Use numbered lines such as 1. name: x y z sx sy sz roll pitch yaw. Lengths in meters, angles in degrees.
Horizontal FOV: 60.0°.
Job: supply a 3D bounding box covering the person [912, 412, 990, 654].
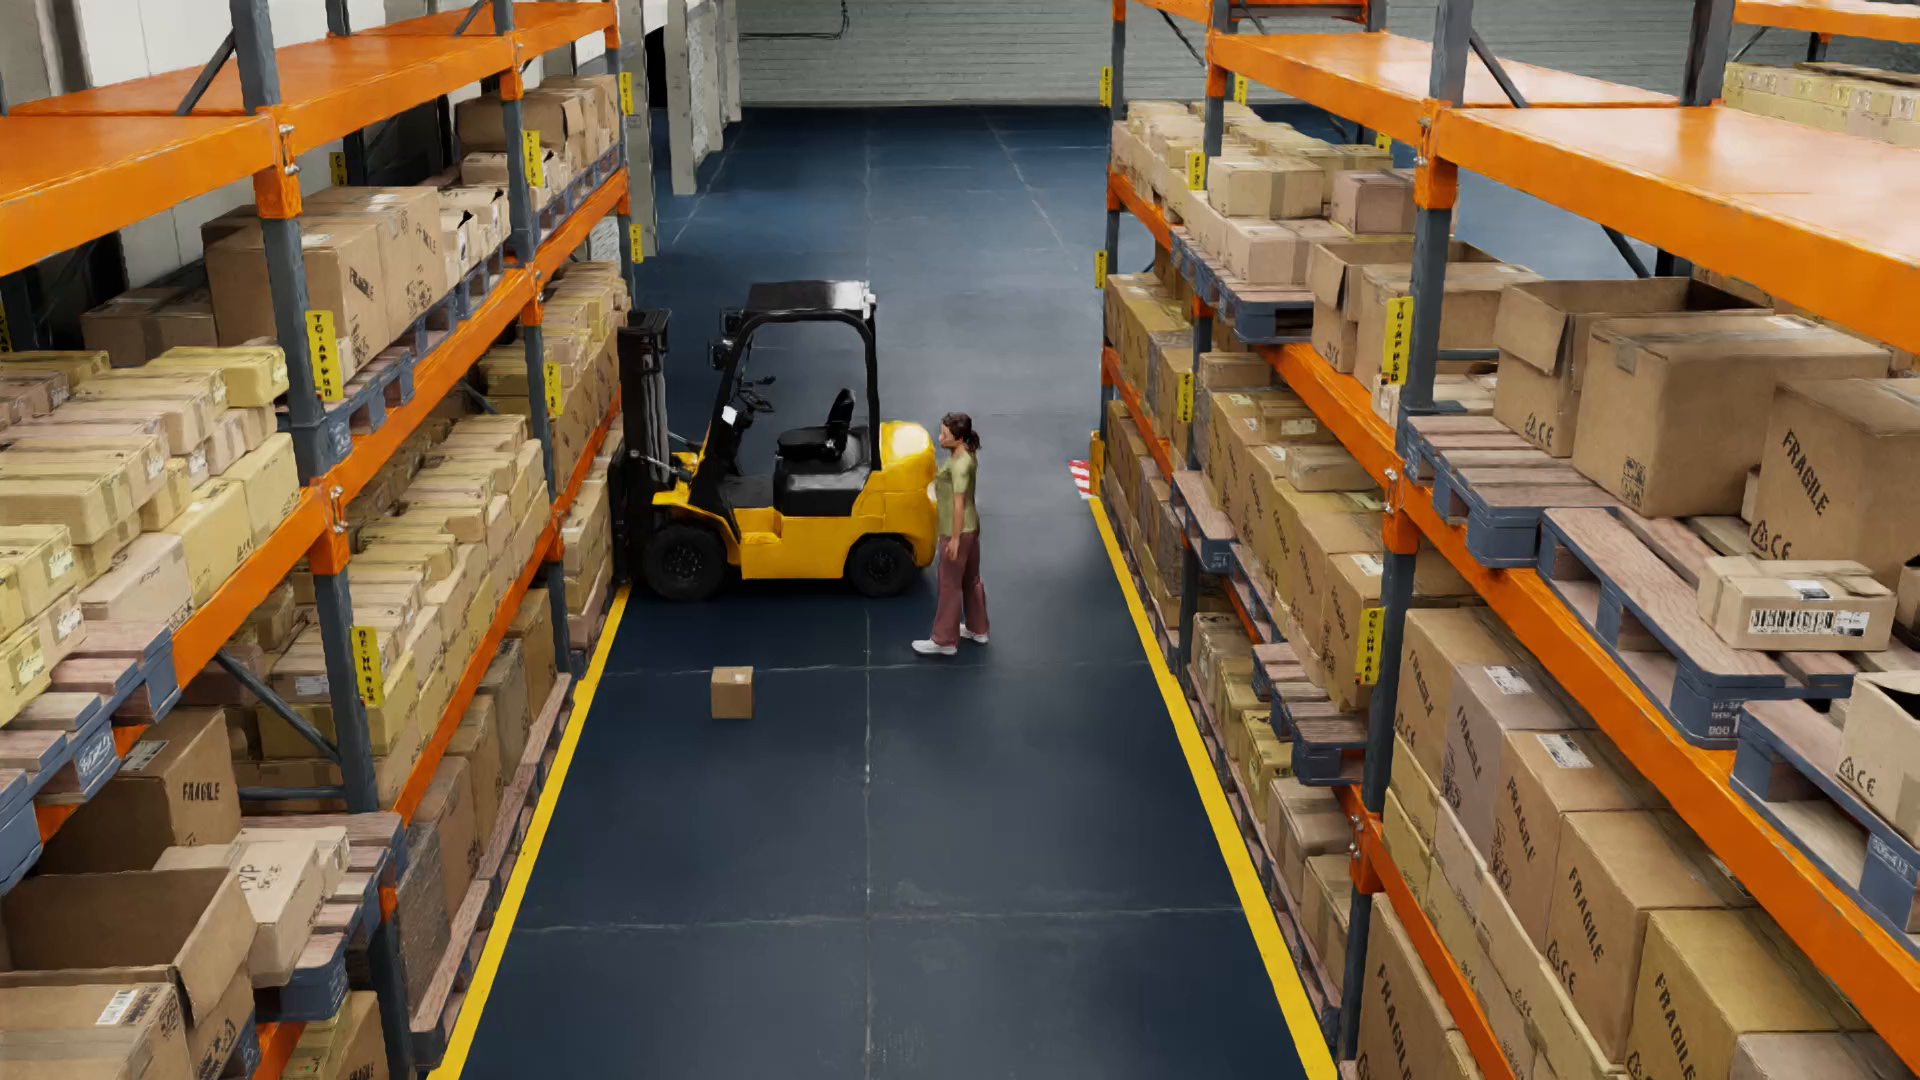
1. person: -0.057 0.060 11.209 0.493 1.421 0.546 3 21 9
